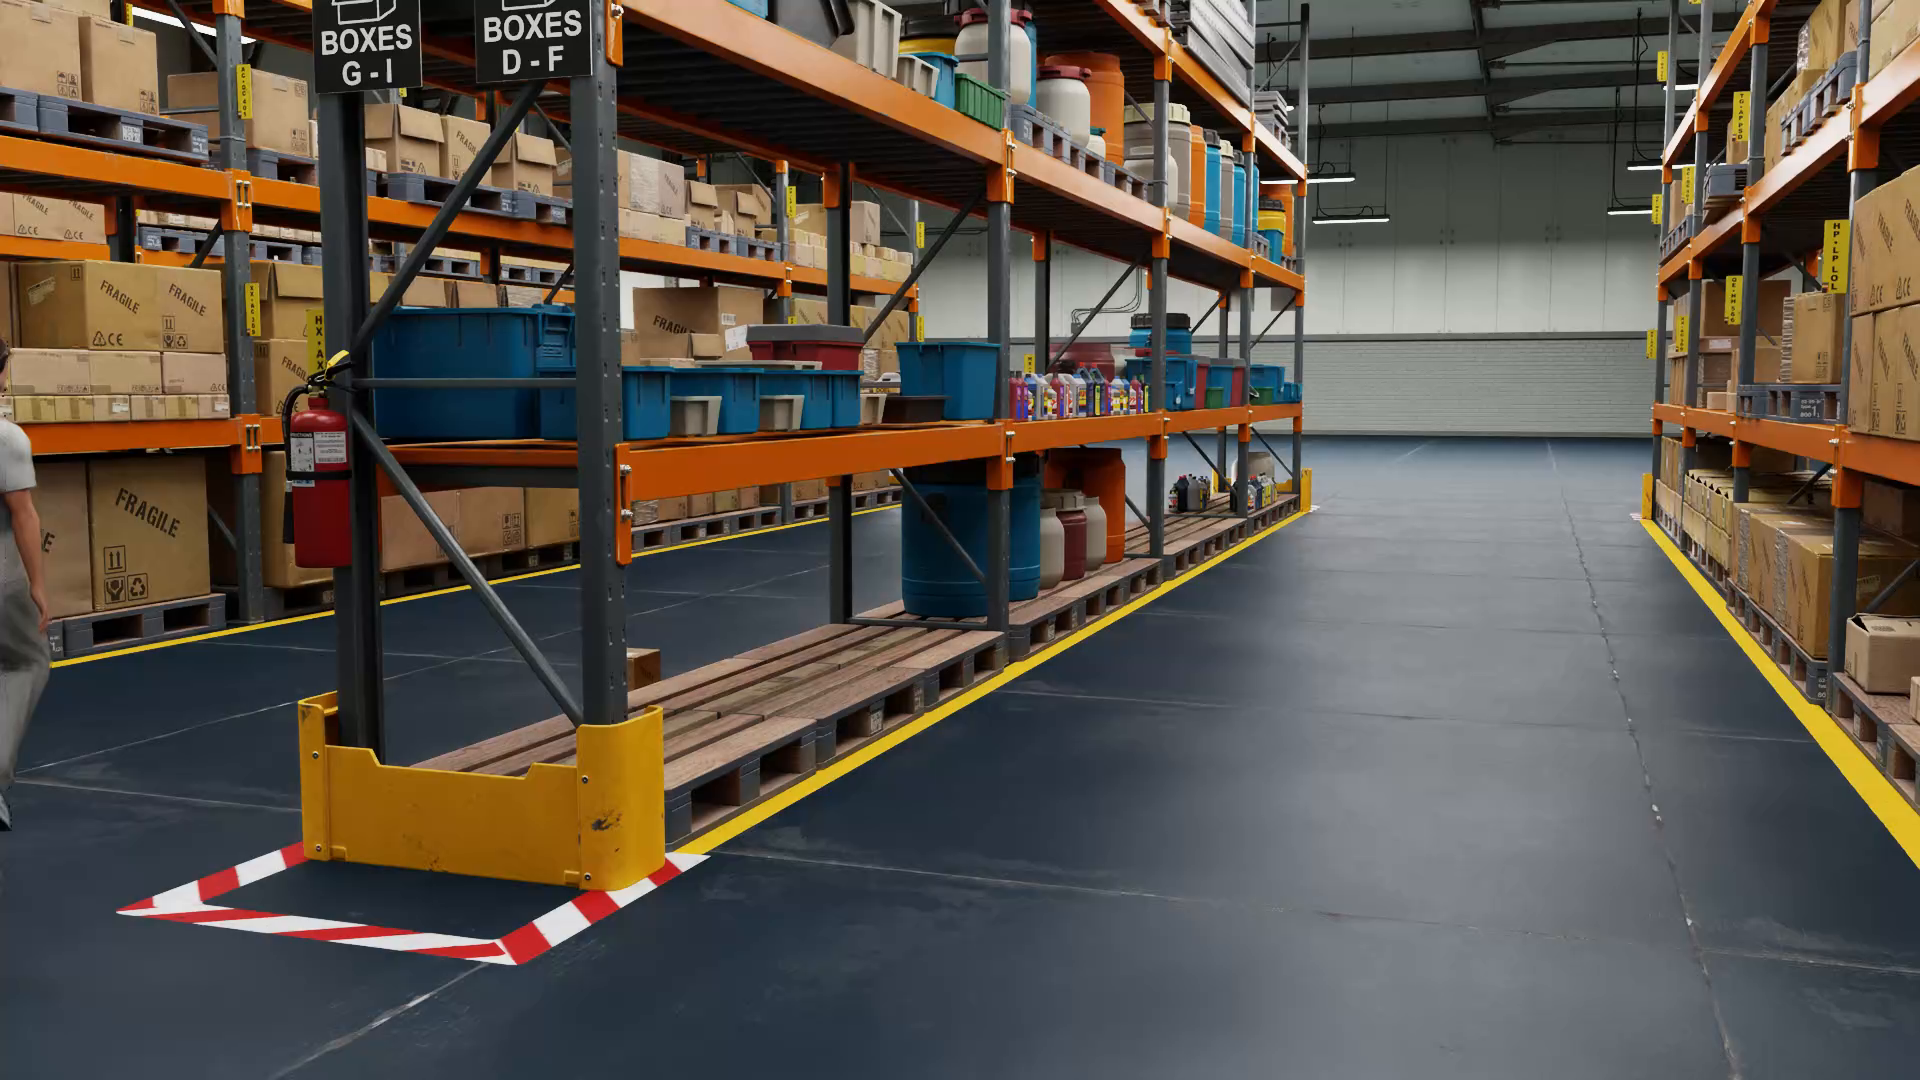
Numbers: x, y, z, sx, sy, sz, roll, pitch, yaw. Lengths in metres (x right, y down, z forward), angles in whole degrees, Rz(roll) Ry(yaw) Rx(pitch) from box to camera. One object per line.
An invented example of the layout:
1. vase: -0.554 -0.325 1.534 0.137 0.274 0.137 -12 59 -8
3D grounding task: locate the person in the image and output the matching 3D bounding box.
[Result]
1. person: -3.252 0.163 5.430 0.551 1.685 0.515 -1 5 -13
